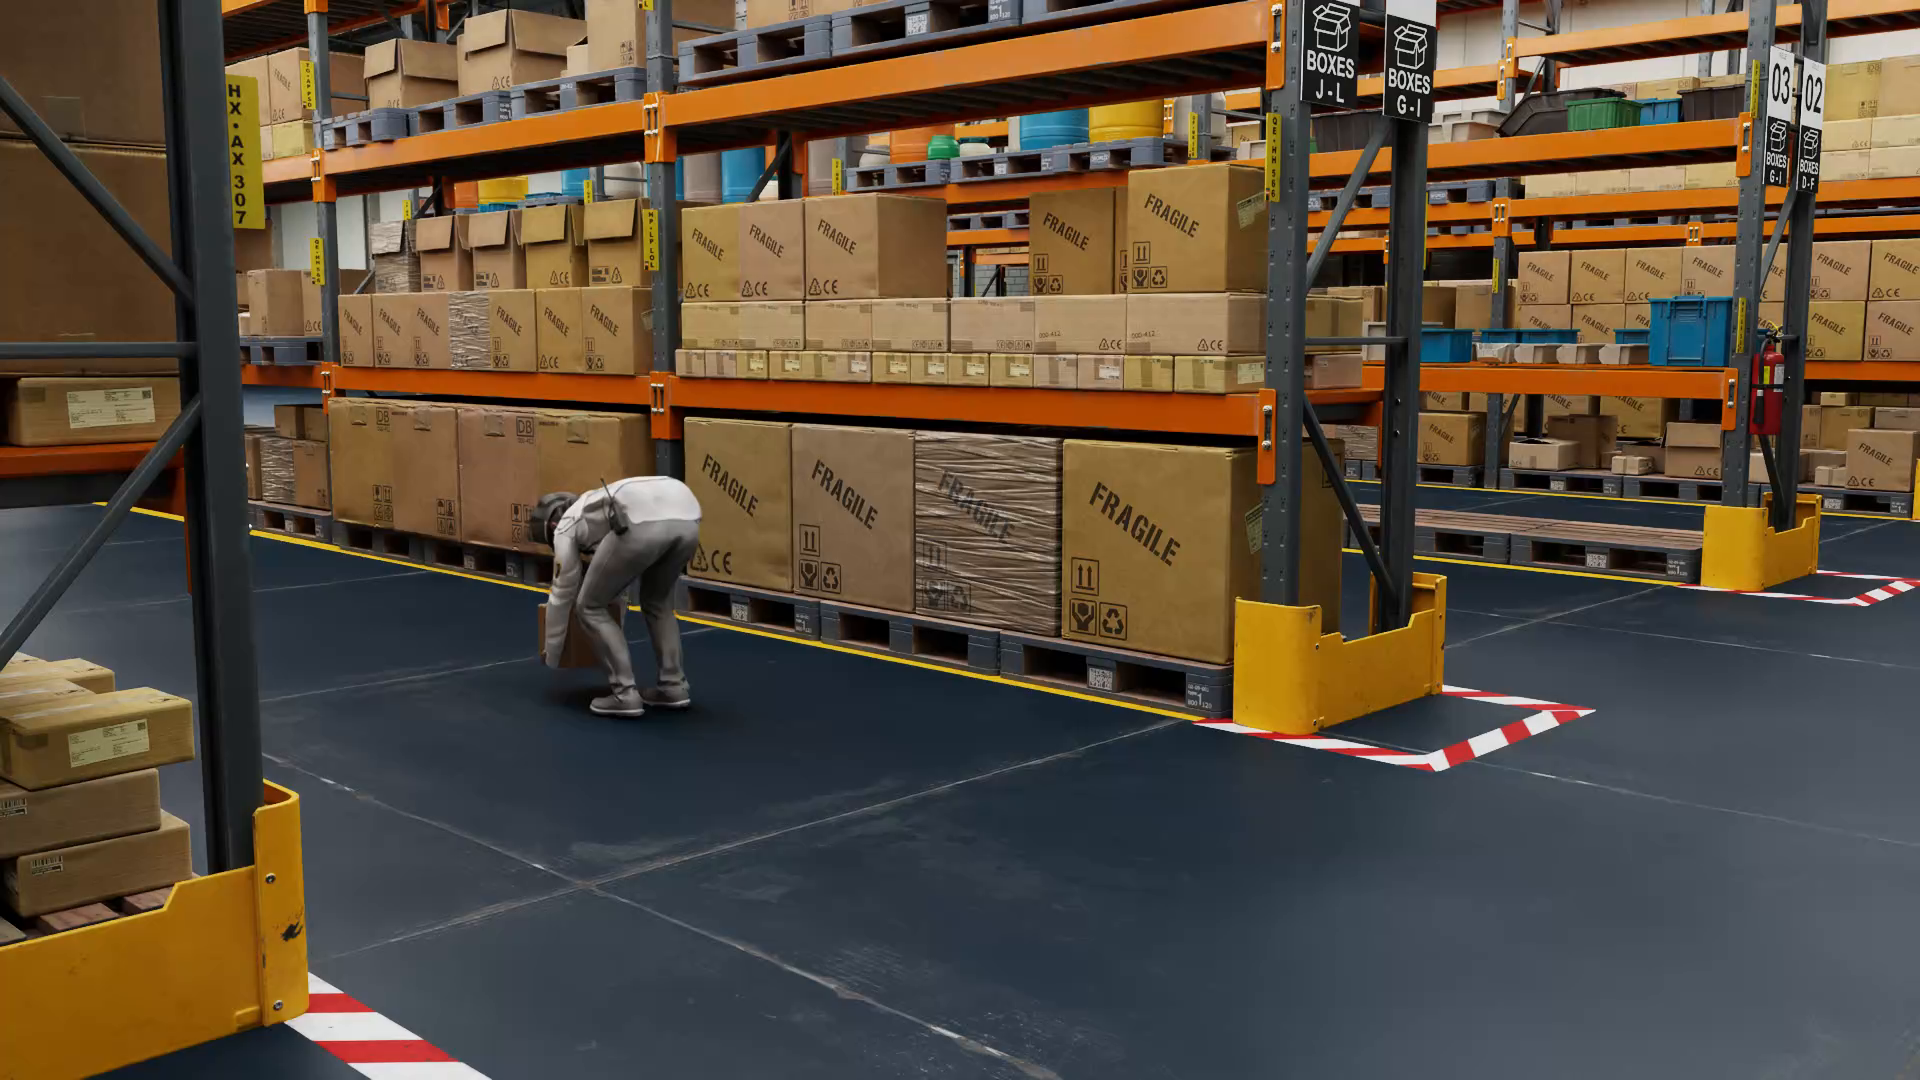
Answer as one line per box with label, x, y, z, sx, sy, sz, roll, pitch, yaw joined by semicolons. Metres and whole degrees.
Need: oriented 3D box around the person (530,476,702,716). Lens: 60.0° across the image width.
person;-1.445;0.206;6.906;0.901;0.972;0.445;6;9;41
